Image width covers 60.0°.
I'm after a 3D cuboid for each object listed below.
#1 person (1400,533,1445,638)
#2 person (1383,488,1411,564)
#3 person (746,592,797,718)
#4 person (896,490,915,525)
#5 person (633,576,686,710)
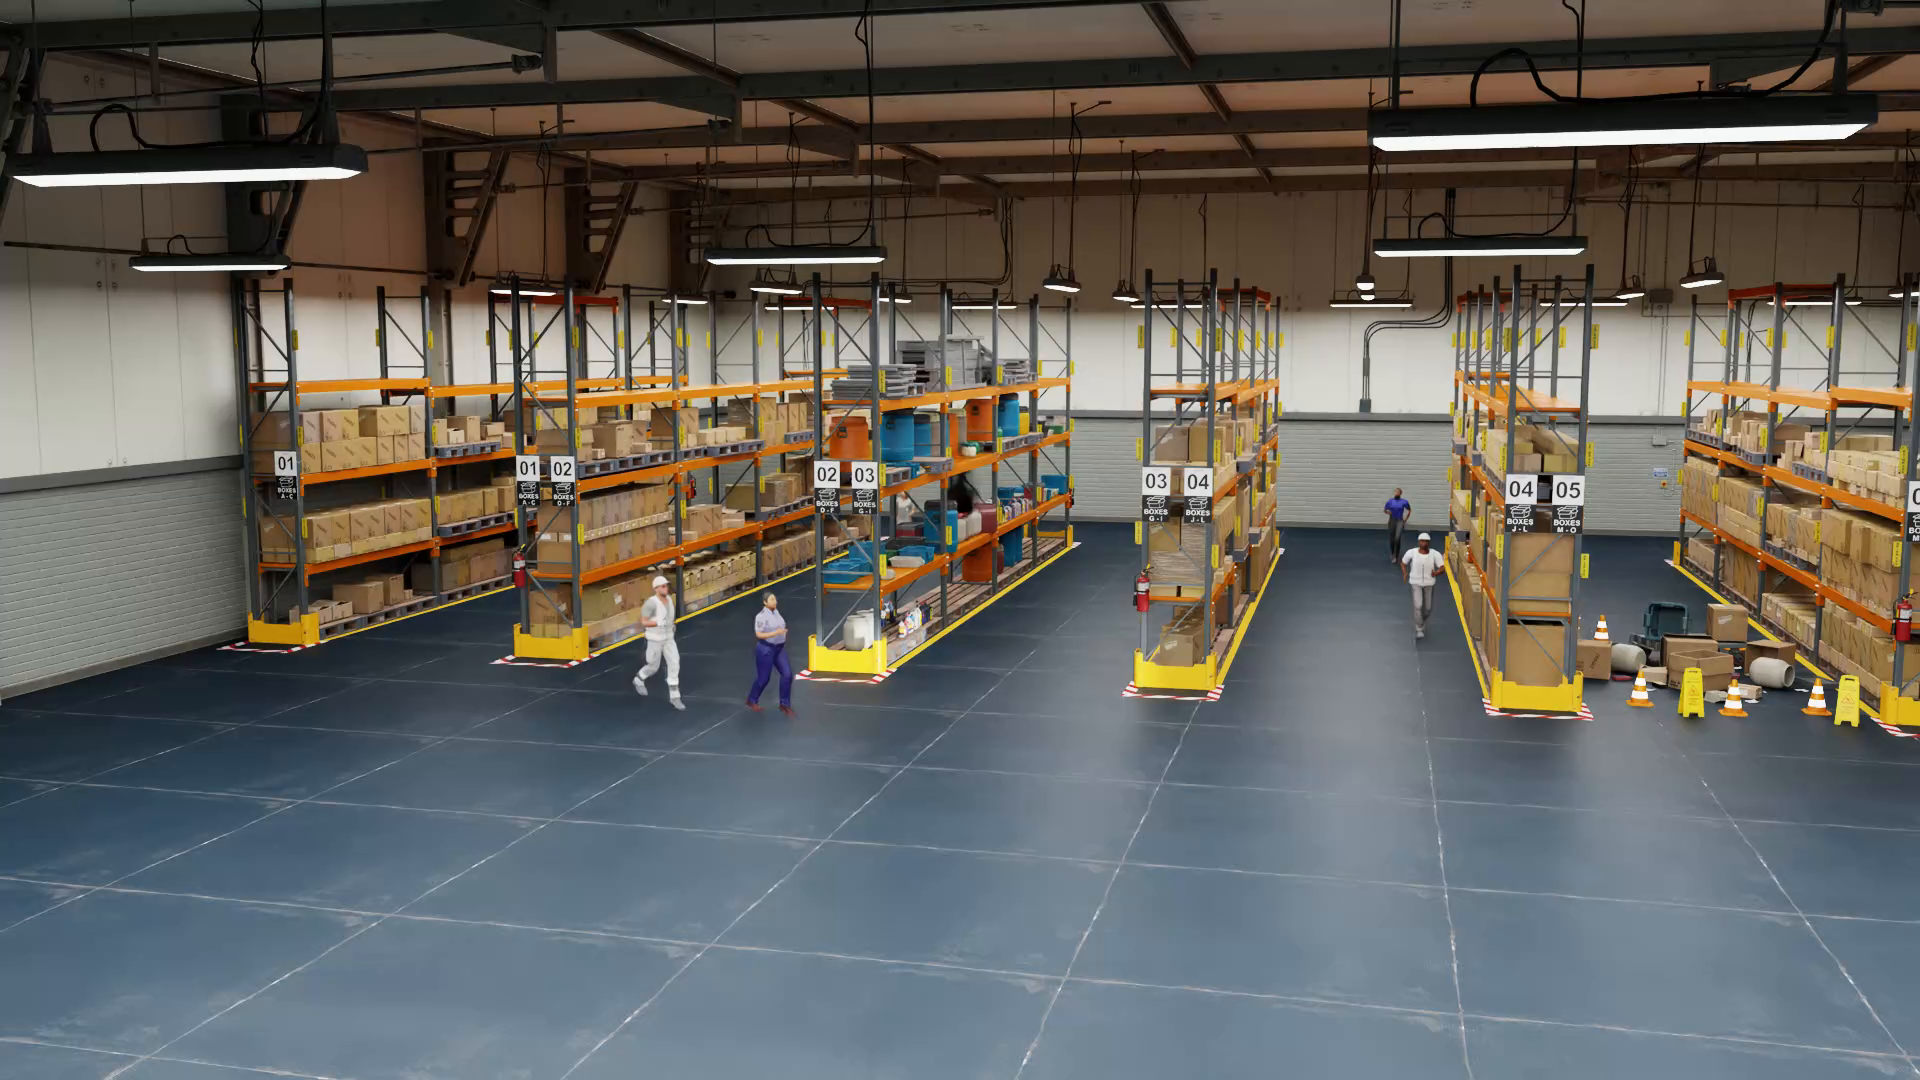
[{"bbox_3d":[7.844,0.749,28.192,0.722,1.757,0.835,1,7,9],"label":"person"},{"bbox_3d":[9.861,-0.331,37.630,0.582,1.701,0.733,4,8,29],"label":"person"},{"bbox_3d":[-2.540,1.578,22.195,0.735,1.603,0.586,5,8,36],"label":"person"},{"bbox_3d":[-1.305,-0.409,38.380,0.537,1.607,0.588,0,7,-1],"label":"person"},{"bbox_3d":[-4.146,1.391,22.830,0.993,1.820,0.661,6,9,39],"label":"person"}]
